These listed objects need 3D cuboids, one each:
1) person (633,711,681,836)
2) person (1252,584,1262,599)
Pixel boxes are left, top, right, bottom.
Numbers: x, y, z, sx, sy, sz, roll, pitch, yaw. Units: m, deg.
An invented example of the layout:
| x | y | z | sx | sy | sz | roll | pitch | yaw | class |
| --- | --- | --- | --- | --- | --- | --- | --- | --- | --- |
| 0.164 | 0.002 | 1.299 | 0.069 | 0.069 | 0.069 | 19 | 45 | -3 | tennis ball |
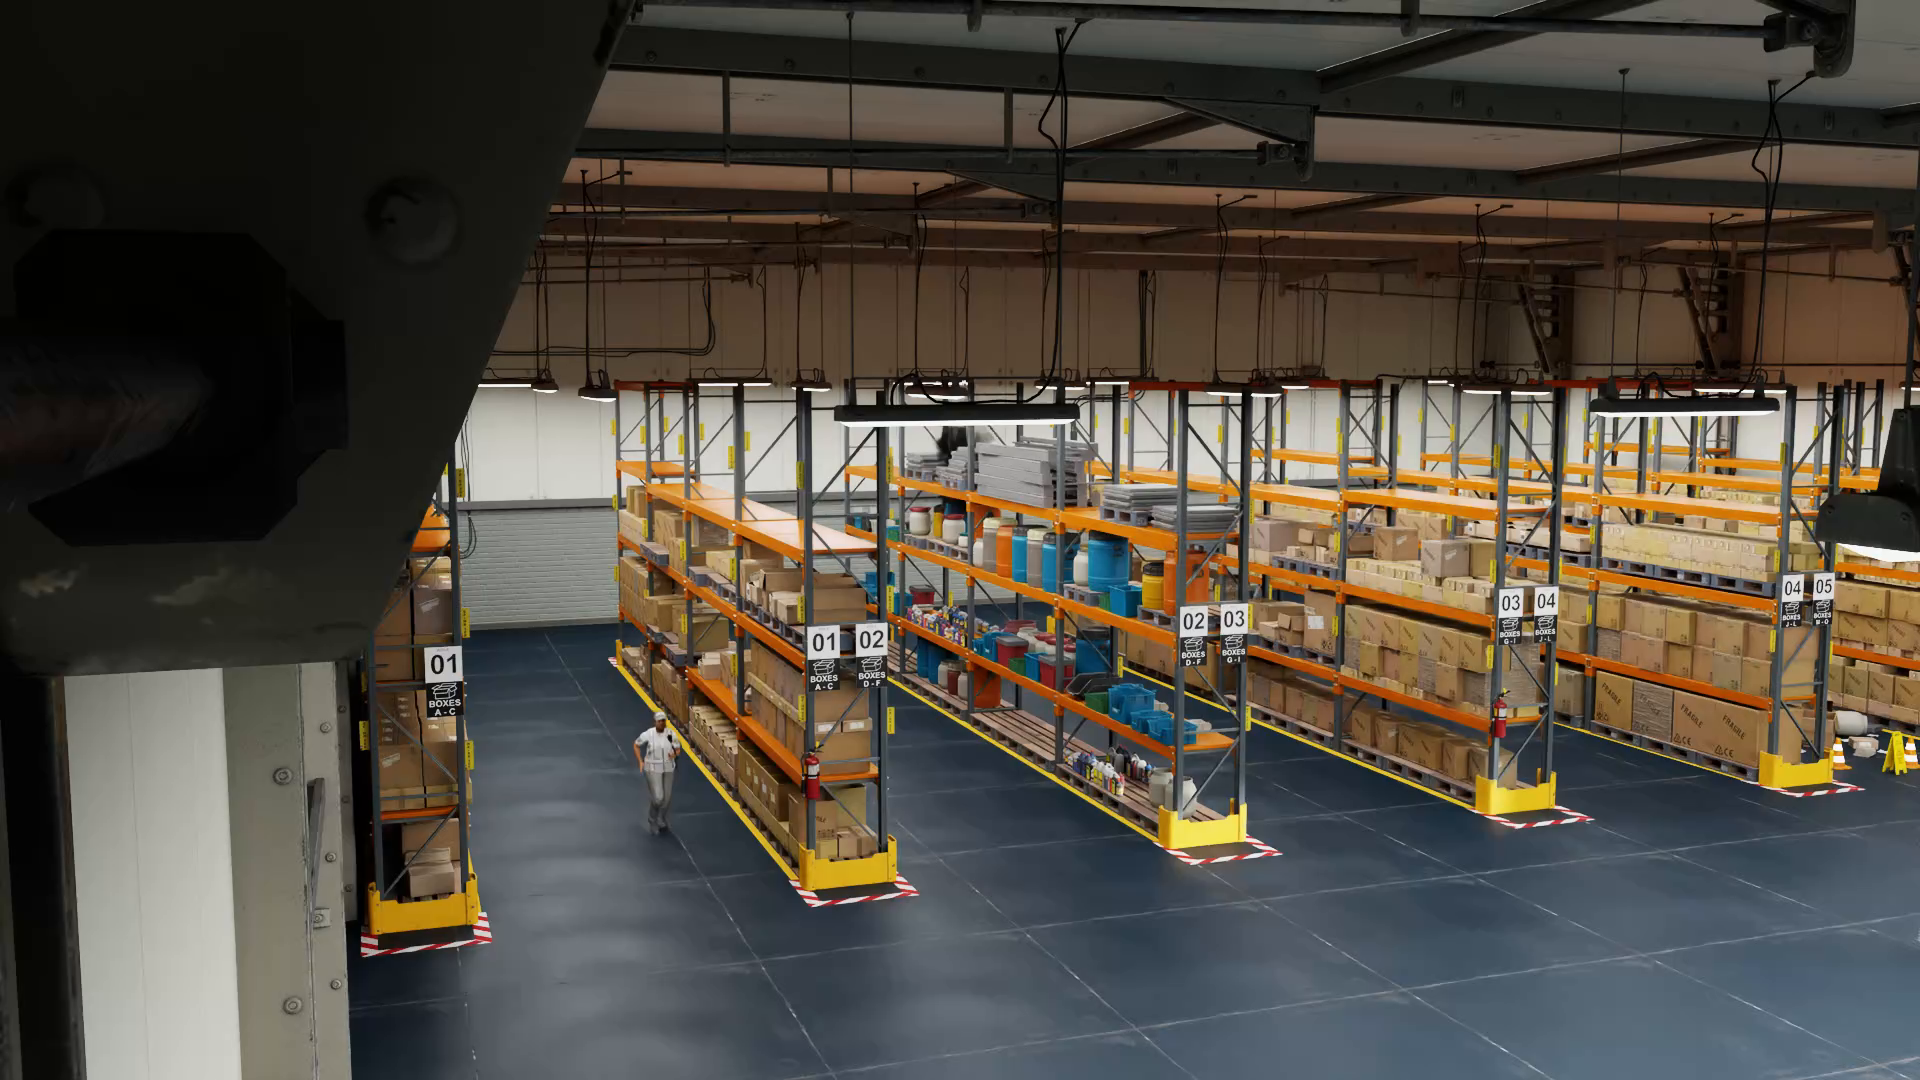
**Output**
| x | y | z | sx | sy | sz | roll | pitch | yaw | class |
| --- | --- | --- | --- | --- | --- | --- | --- | --- | --- |
| -4.044 | 3.143 | 22.438 | 0.577 | 1.679 | 0.672 | -4 | 7 | -30 | person |
| 7.573 | 1.170 | 41.610 | 0.580 | 1.551 | 0.705 | 1 | 6 | 11 | person |
